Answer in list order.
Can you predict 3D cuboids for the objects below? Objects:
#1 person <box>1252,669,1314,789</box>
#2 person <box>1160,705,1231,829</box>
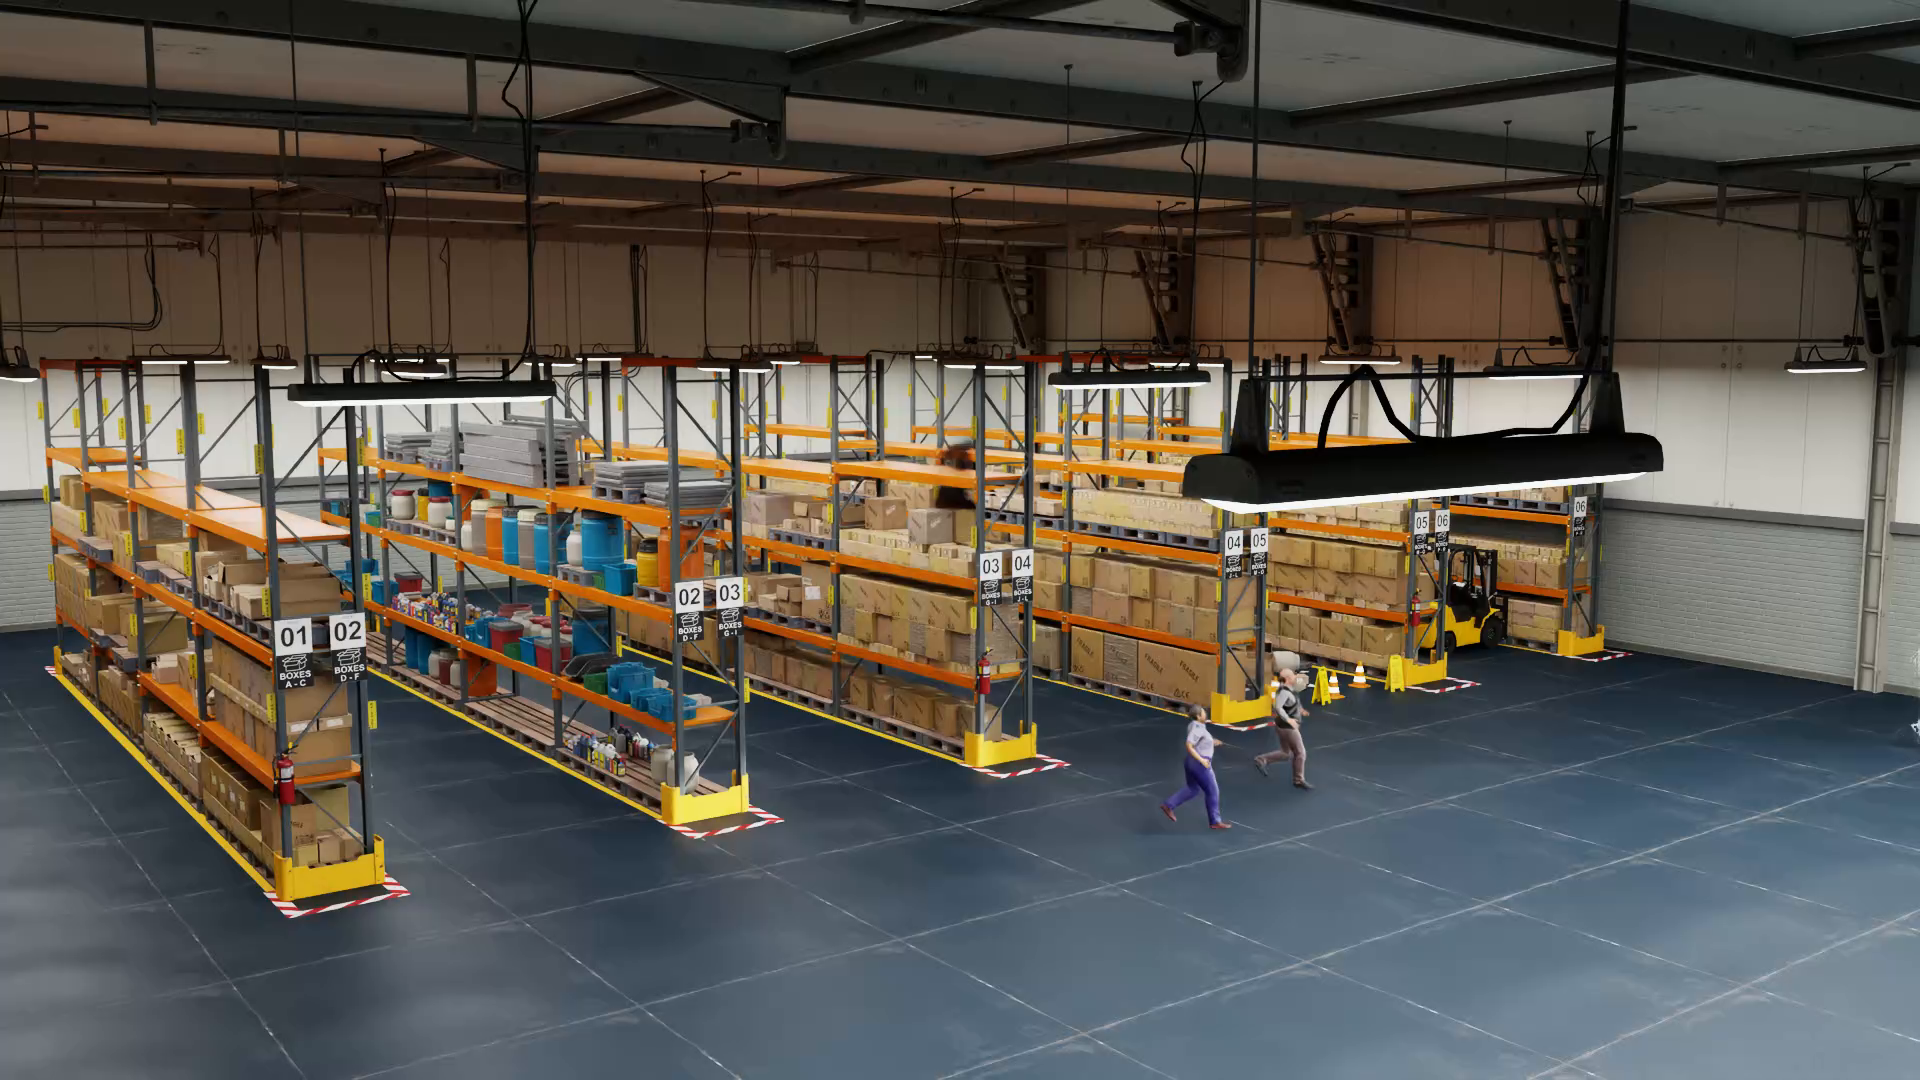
[{"bbox_3d":[4.600,2.673,23.560,0.875,1.721,0.662,0,7,4],"label":"person"},{"bbox_3d":[3.067,2.976,21.526,0.918,1.539,0.615,-1,7,-6],"label":"person"}]
